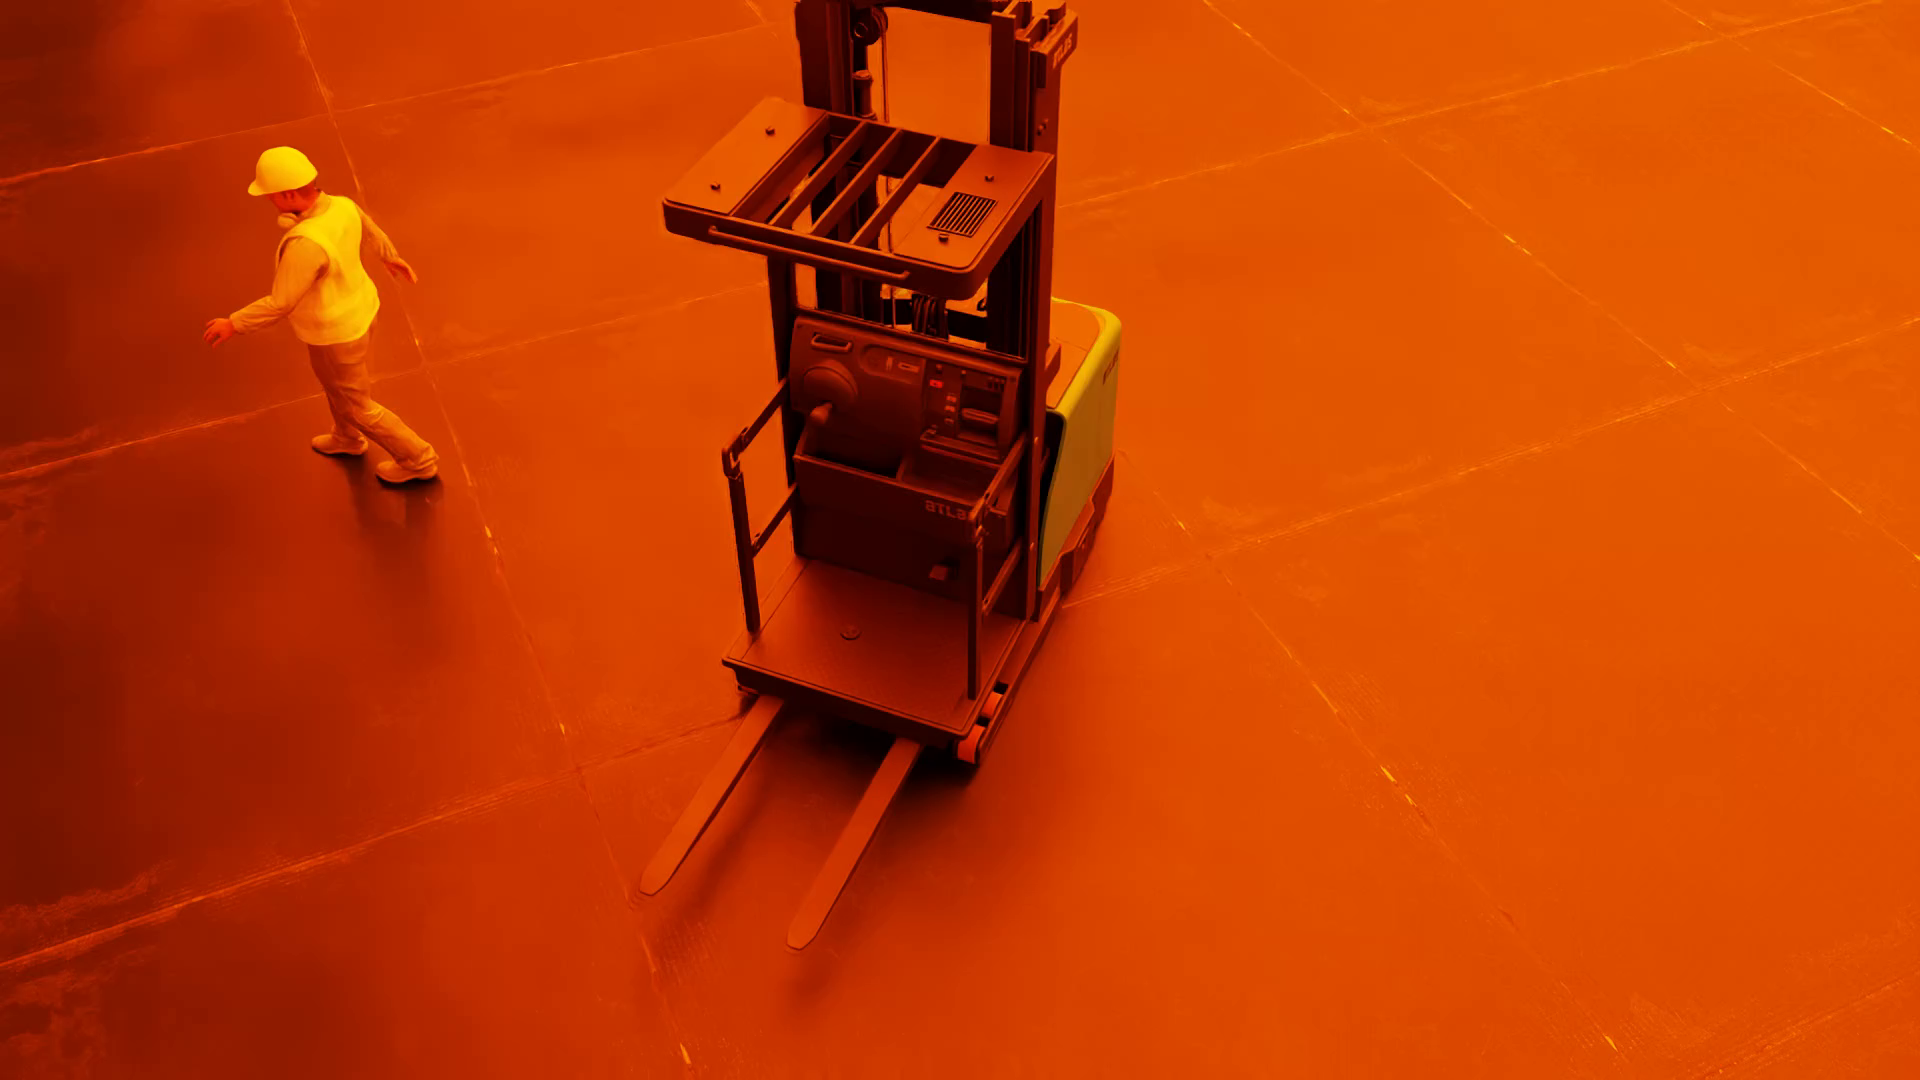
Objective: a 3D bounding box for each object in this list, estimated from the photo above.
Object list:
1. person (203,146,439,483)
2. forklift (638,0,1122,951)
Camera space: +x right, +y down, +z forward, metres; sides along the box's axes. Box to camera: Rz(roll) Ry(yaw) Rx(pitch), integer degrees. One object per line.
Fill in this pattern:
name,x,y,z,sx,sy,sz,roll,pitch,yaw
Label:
person,-2.906,-1.038,7.673,0.756,1.753,0.943,3,43,3
forklift,-0.300,-0.485,6.200,1.130,2.935,3.031,16,45,16
